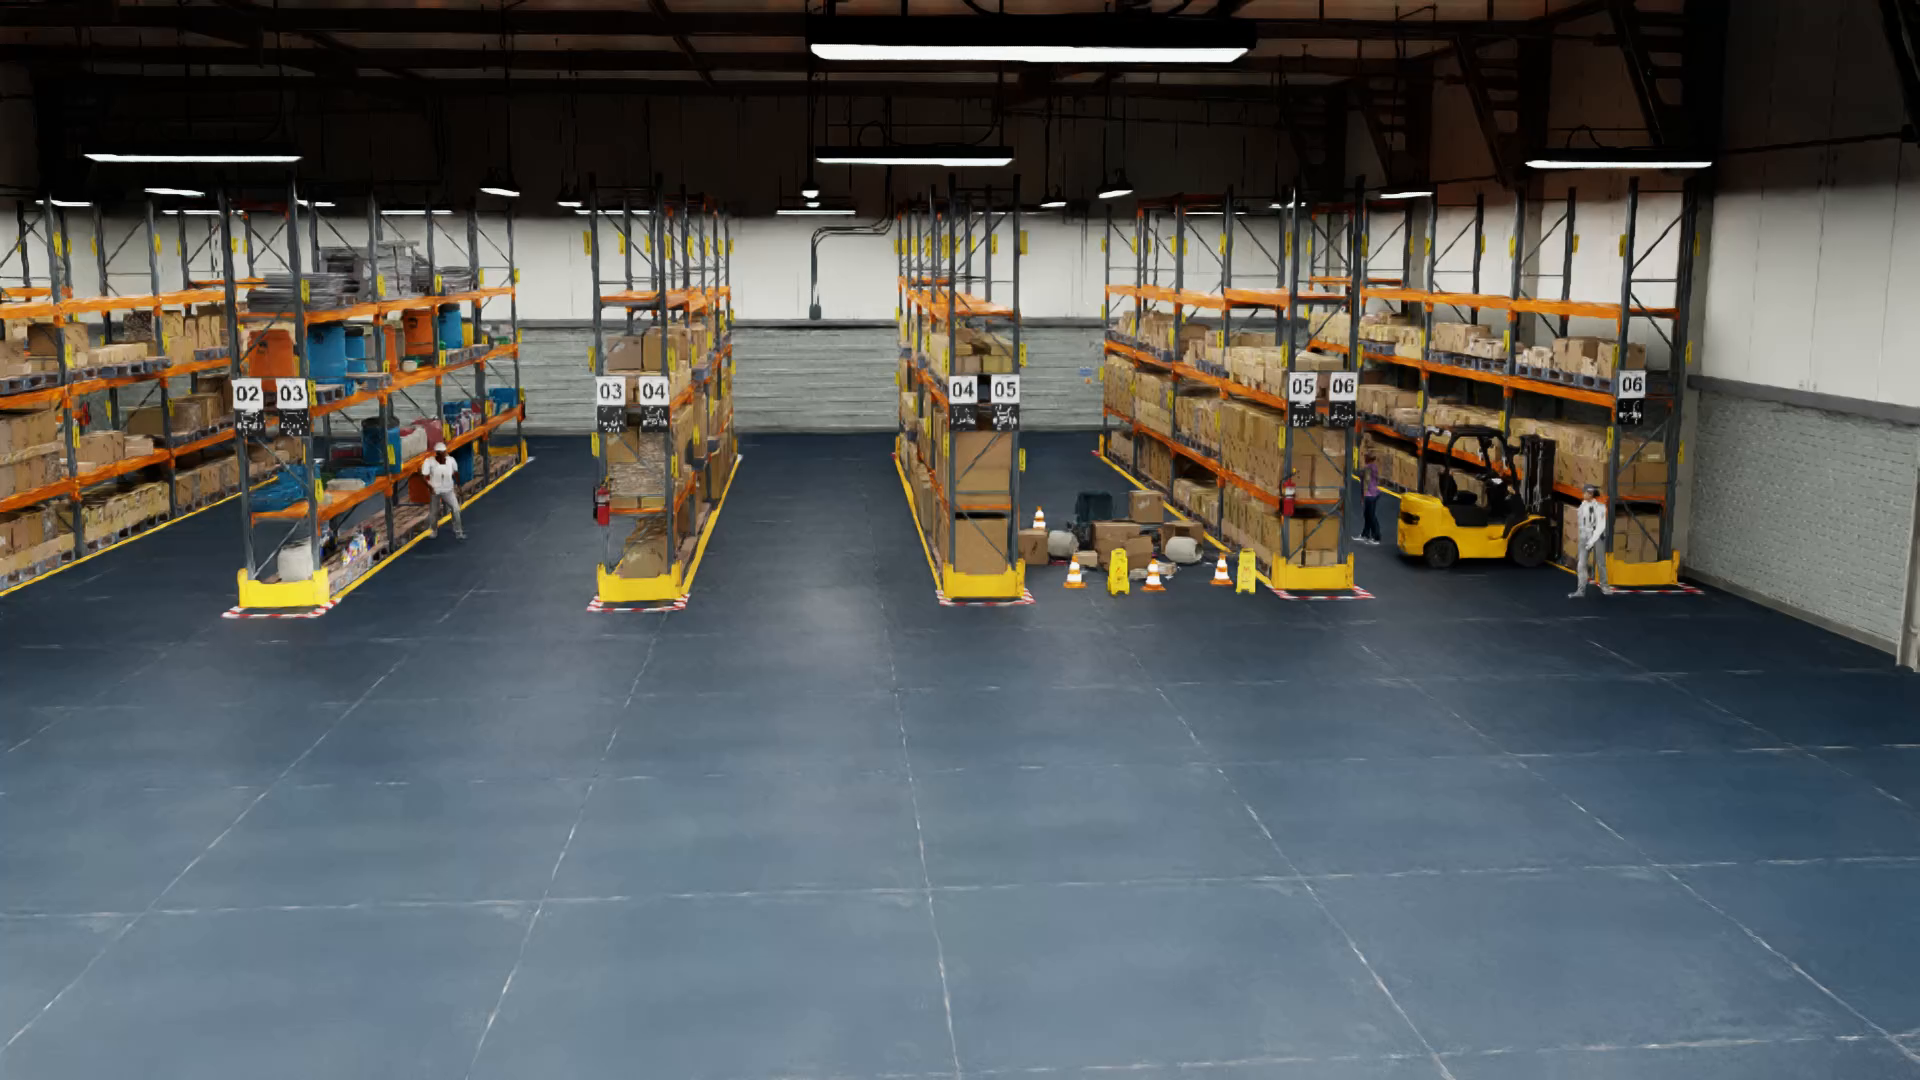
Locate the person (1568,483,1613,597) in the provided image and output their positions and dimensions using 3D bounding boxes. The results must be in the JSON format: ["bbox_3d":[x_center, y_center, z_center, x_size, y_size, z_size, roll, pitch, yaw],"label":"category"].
[{"bbox_3d":[9.128,-0.007,23.980,0.677,1.658,0.496,-6,12,-32],"label":"person"}]

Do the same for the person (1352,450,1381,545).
[{"bbox_3d":[6.923,-0.737,28.211,0.527,1.592,0.522,5,11,27],"label":"person"}]

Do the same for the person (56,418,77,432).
[{"bbox_3d":[-21.210,-2.822,39.465,0.530,1.785,0.716,6,12,32],"label":"person"}]

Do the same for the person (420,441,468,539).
[{"bbox_3d":[-8.918,-0.862,28.621,0.690,1.697,0.801,-5,11,-24],"label":"person"}]
